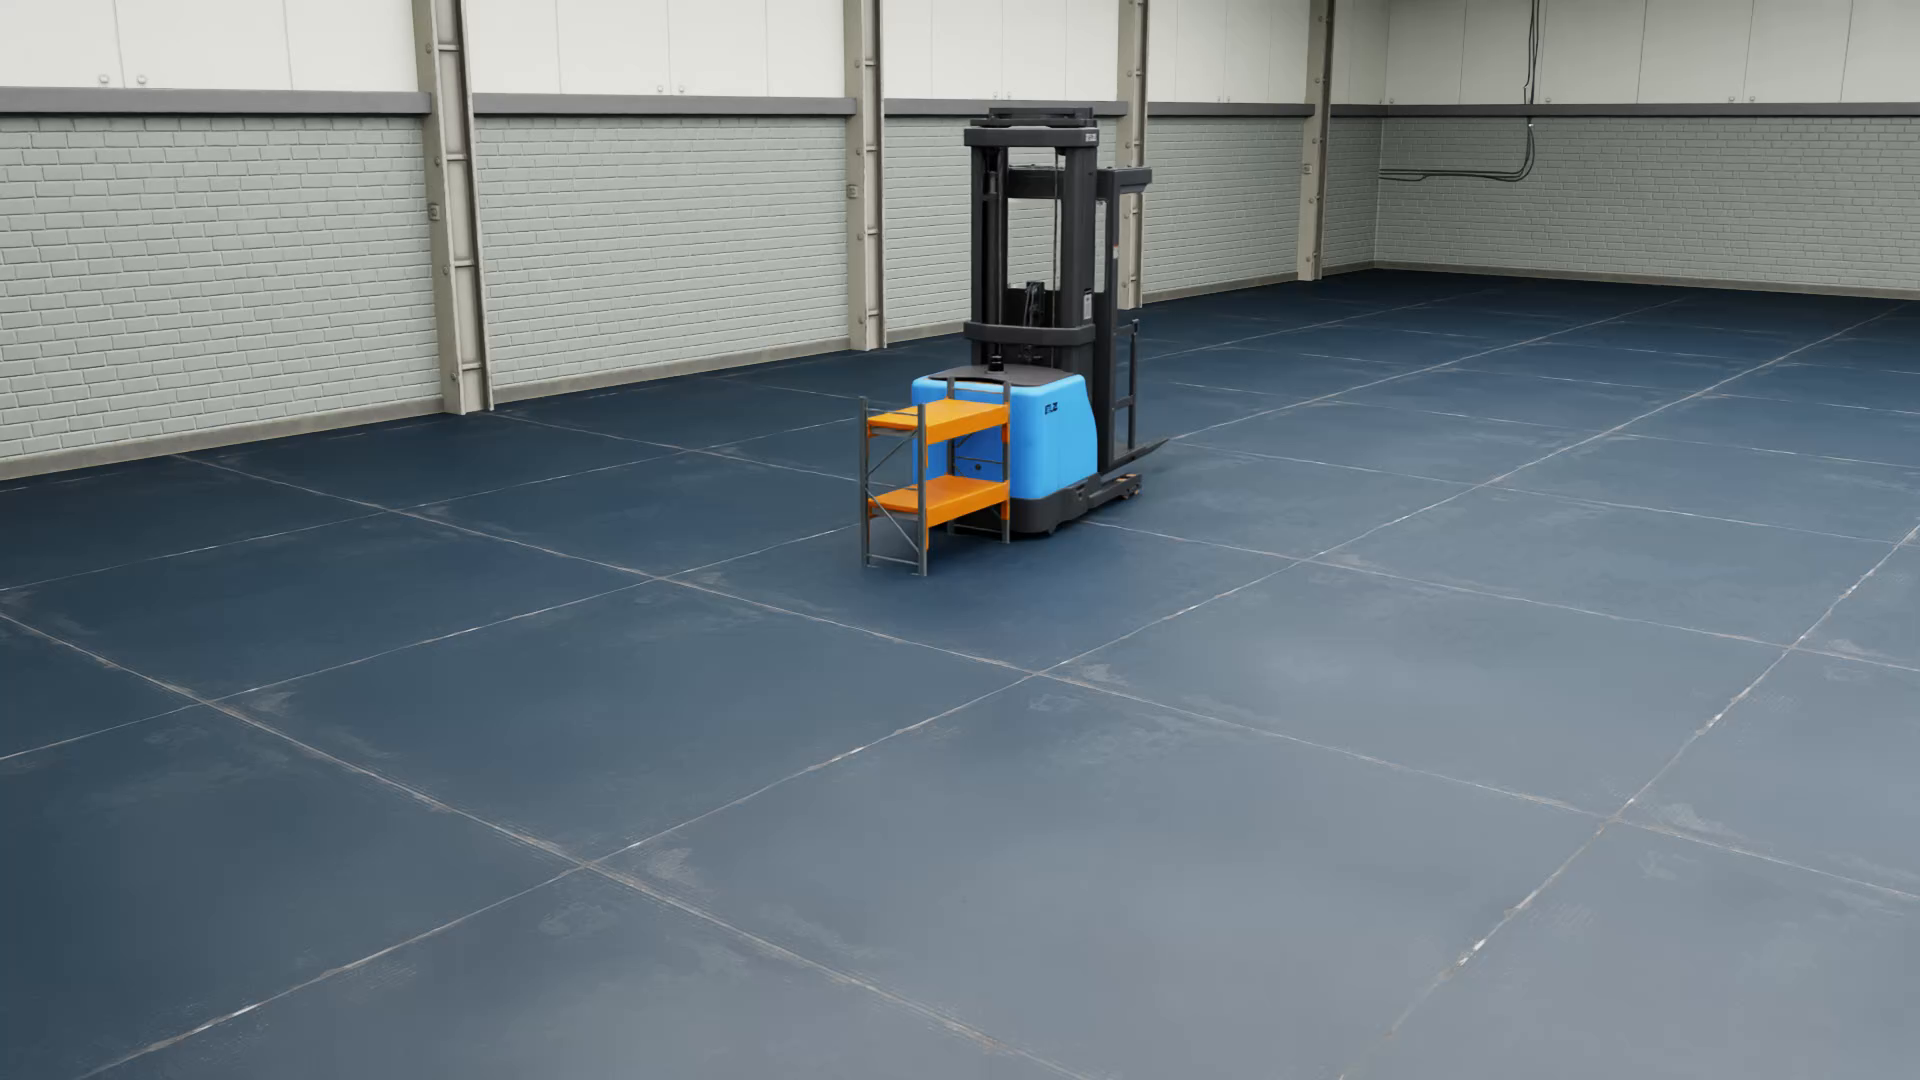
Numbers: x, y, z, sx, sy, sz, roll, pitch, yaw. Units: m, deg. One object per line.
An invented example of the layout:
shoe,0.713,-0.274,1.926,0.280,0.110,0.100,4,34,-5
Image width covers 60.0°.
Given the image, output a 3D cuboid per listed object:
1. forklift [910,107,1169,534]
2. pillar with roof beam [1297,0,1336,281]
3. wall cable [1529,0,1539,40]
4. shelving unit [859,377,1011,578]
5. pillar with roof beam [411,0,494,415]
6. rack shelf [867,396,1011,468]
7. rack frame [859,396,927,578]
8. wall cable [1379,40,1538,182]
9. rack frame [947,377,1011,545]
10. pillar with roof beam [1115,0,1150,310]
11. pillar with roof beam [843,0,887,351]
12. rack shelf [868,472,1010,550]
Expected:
forklift,0.773,-1.779,12.672,1.130,2.935,3.031,7,16,27
pillar with roof beam,9.710,-8.447,26.598,9.100,9.000,0.400,11,18,38
wall cable,11.346,-9.997,28.749,3.097,2.526,0.112,11,18,38
shelving unit,-0.153,-0.445,11.091,0.538,1.125,1.048,9,17,32
pillar with roof beam,-1.603,-5.000,13.029,9.100,9.000,0.400,11,18,38
rack shelf,-0.153,-0.729,11.019,0.538,0.278,1.000,9,17,32
rack frame,-0.432,-0.341,10.679,0.500,1.125,0.032,9,17,32
wall cable,9.242,-7.968,31.018,3.097,2.526,0.112,11,18,38
rack frame,0.126,-0.550,11.503,0.500,1.125,0.032,9,17,32
pillar with roof beam,5.939,-7.298,22.075,9.100,9.000,0.400,11,18,38
pillar with roof beam,2.168,-6.149,17.552,9.100,9.000,0.400,11,18,38
rack shelf,-0.153,-0.208,11.151,0.538,0.278,1.000,9,17,32
